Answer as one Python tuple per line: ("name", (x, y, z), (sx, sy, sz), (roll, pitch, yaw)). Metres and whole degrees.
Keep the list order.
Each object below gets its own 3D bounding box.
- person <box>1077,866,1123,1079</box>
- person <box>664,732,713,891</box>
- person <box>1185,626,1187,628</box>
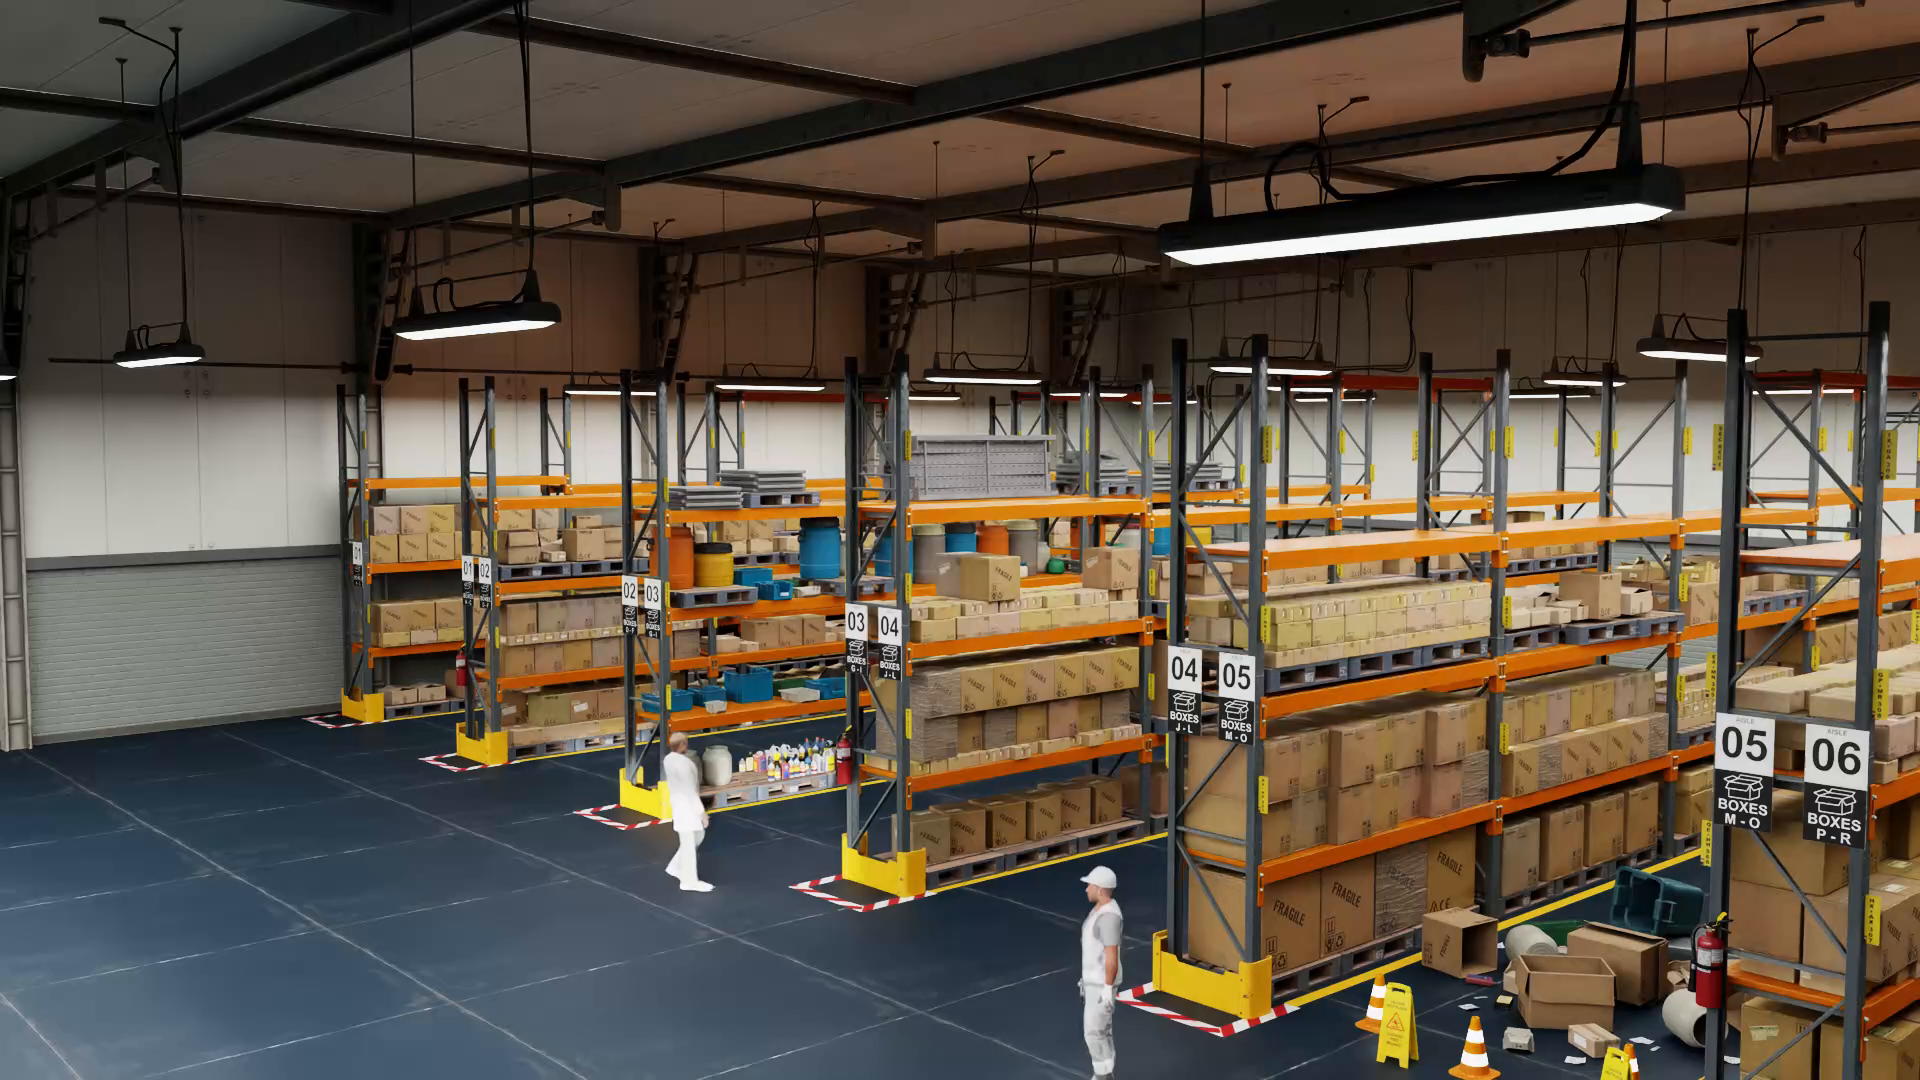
("person", (1.057, 3.439, 12.809), (0.378, 1.832, 0.604), (0, 4, 2))
("person", (-3.058, 3.048, 18.734), (0.538, 1.790, 0.645), (-1, 4, -9))
("person", (5.721, 1.607, 41.233), (0.518, 1.672, 0.443), (-2, 4, -29))
